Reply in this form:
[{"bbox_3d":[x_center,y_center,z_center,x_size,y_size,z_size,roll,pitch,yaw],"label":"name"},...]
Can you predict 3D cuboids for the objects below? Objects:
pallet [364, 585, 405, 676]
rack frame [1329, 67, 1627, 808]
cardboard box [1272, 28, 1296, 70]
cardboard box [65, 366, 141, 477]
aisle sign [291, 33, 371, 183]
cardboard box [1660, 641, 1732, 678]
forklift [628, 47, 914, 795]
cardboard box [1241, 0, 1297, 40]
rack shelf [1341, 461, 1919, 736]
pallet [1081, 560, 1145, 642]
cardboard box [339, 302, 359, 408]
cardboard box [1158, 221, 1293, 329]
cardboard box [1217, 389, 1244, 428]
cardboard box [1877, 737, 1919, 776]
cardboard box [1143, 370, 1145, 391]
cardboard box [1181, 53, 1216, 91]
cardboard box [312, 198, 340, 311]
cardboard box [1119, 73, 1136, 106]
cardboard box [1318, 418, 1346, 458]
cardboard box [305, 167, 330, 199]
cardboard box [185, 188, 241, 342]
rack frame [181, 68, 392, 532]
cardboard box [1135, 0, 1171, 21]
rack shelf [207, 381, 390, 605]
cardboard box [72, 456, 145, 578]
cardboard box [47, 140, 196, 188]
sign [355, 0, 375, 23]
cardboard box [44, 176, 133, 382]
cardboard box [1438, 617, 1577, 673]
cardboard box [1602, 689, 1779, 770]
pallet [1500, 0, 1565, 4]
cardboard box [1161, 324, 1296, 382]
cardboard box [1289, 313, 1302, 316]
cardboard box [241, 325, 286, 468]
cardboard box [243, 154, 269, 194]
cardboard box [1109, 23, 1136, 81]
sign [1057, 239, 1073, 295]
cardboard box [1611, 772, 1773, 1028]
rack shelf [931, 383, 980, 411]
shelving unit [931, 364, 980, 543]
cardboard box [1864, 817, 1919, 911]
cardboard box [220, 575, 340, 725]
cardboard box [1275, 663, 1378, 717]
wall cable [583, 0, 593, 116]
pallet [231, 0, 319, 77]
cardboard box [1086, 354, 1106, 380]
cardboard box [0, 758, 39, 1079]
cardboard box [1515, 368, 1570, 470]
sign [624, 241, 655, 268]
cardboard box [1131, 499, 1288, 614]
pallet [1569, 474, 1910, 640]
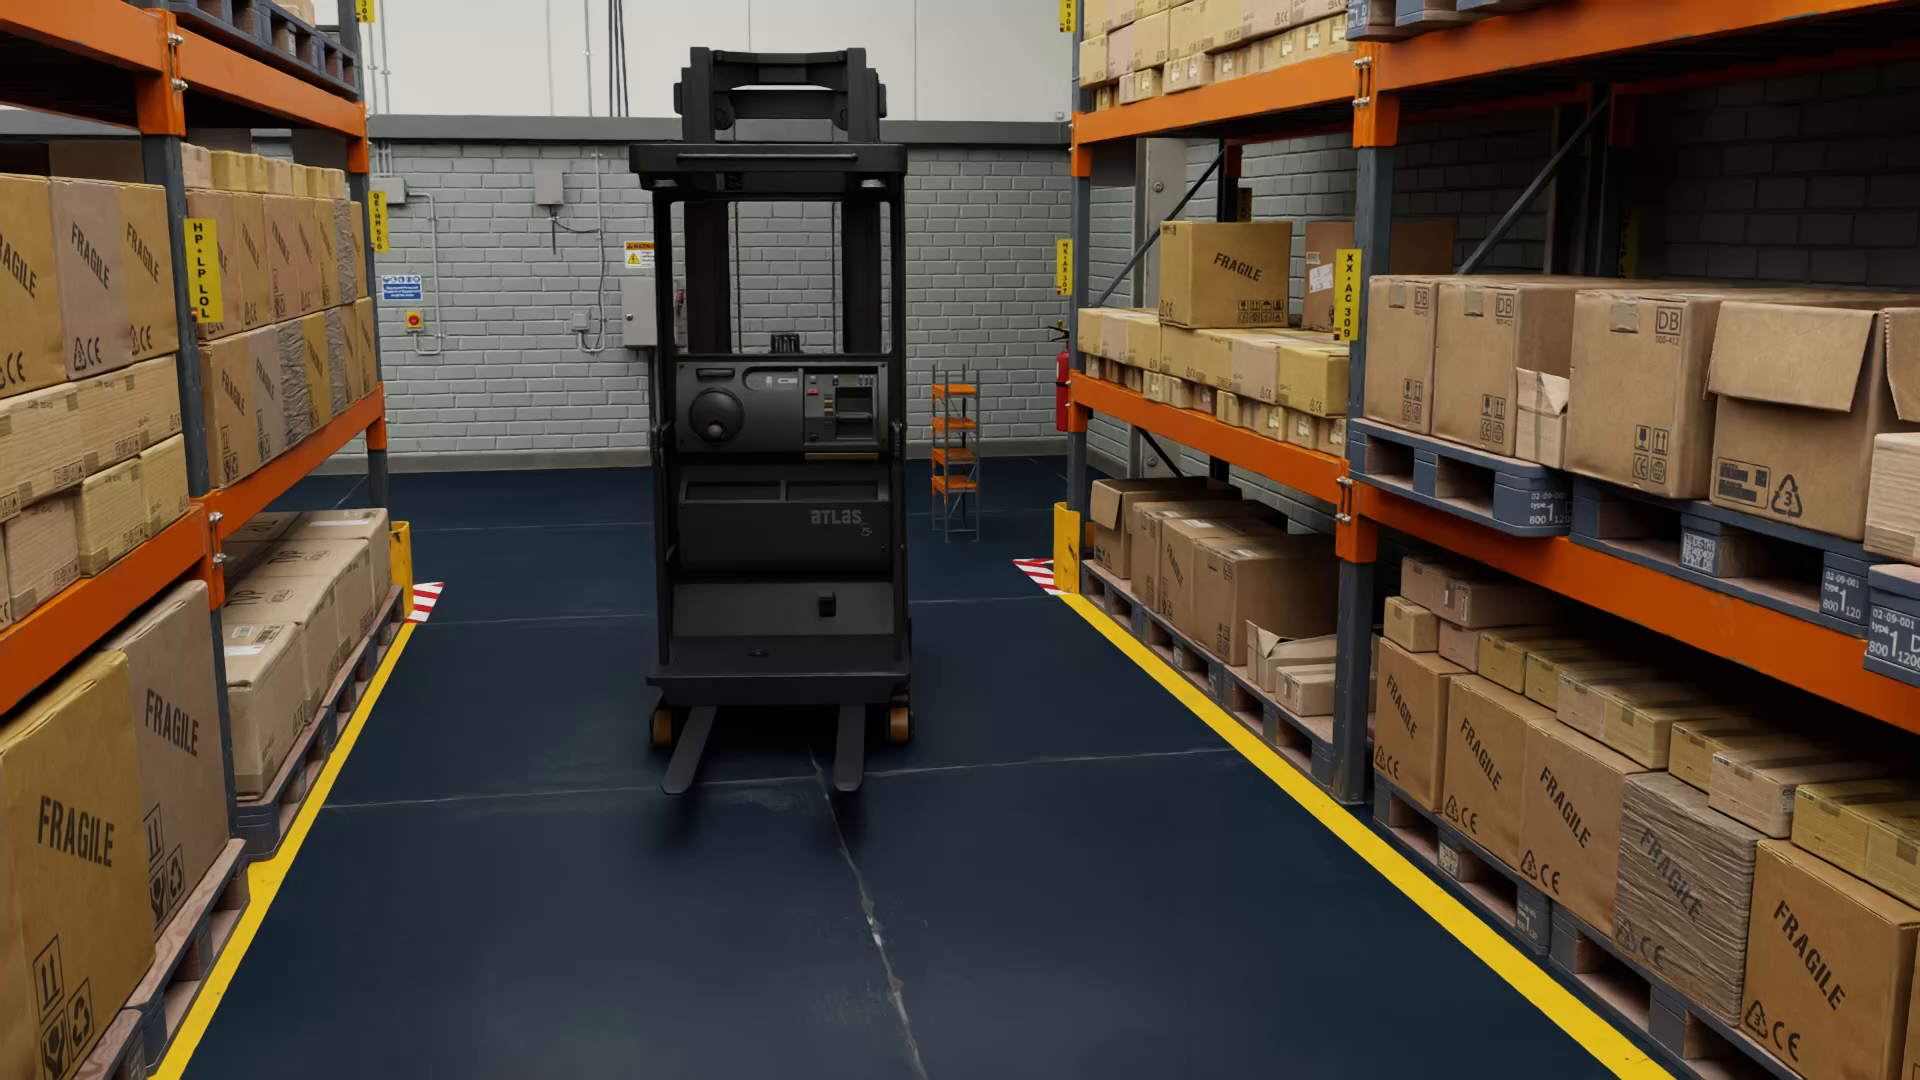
[{"bbox_3d":[-3.478,0.478,8.618,1.003,0.211,1.213,-2,11,-11],"label":"pallet"},{"bbox_3d":[1.936,-0.483,6.211,1.000,3.000,0.127,-2,11,-11],"label":"rack frame"},{"bbox_3d":[1.488,-1.983,6.741,0.380,0.149,0.250,-2,11,-9],"label":"cardboard box"},{"bbox_3d":[-2.503,-0.310,4.367,0.500,0.250,0.500,-2,11,-10],"label":"cardboard box"},{"bbox_3d":[-3.420,-2.337,8.999,0.394,0.787,0.004,-2,11,-11],"label":"aisle sign"},{"bbox_3d":[2.478,0.416,5.318,0.380,0.149,0.250,-3,11,-14],"label":"cardboard box"},{"bbox_3d":[-0.769,-0.618,7.105,1.130,2.935,3.031,0,11,-3],"label":"forklift"},{"bbox_3d":[1.485,-2.203,6.832,0.500,0.250,0.500,-3,11,-13],"label":"cardboard box"},{"bbox_3d":[2.325,0.237,4.351,1.077,0.370,4.000,-2,11,-11],"label":"rack shelf"},{"bbox_3d":[1.329,0.314,9.485,1.003,0.211,1.213,-2,11,-11],"label":"pallet"},{"bbox_3d":[-3.274,-0.913,8.203,0.500,0.500,0.500,-2,11,-12],"label":"cardboard box"},{"bbox_3d":[1.274,-1.289,8.047,0.500,0.500,0.500,-2,11,-10],"label":"cardboard box"},{"bbox_3d":[1.378,-0.597,7.484,0.380,0.149,0.250,-2,11,-12],"label":"cardboard box"},{"bbox_3d":[2.614,0.612,4.288,0.380,0.149,0.250,-2,11,-11],"label":"cardboard box"},{"bbox_3d":[1.179,-0.834,8.726,0.380,0.149,0.250,-2,11,-10],"label":"cardboard box"},{"bbox_3d":[1.248,-2.169,7.722,0.380,0.149,0.250,-2,11,-10],"label":"cardboard box"},{"bbox_3d":[-3.159,-1.310,7.616,0.500,0.500,0.500,-2,11,-11],"label":"cardboard box"},{"bbox_3d":[1.049,-2.355,8.699,0.380,0.149,0.250,-2,11,-10],"label":"cardboard box"},{"bbox_3d":[1.626,-0.409,6.493,0.380,0.149,0.250,-2,11,-10],"label":"cardboard box"},{"bbox_3d":[-3.230,-1.698,7.919,0.380,0.149,0.250,-2,11,-10],"label":"cardboard box"},{"bbox_3d":[-2.787,-0.938,5.661,0.500,0.500,0.500,-2,11,-11],"label":"cardboard box"},{"bbox_3d":[-3.710,-1.035,9.113,1.000,3.000,0.127,-2,11,-11],"label":"rack frame"},{"bbox_3d":[1.190,-2.732,8.273,0.500,0.250,0.500,-2,11,-12],"label":"cardboard box"},{"bbox_3d":[-3.321,-0.315,7.253,1.077,0.370,4.000,-2,11,-11],"label":"rack shelf"},{"bbox_3d":[-2.500,-0.061,4.398,0.500,0.250,0.500,-2,11,-12],"label":"cardboard box"},{"bbox_3d":[-2.739,-1.228,5.449,0.380,0.149,0.250,-2,11,-12],"label":"cardboard box"},{"bbox_3d":[-3.175,-2.922,8.848,0.100,0.325,0.005,-2,11,-11],"label":"sign"},{"bbox_3d":[-2.491,-0.674,4.276,0.500,0.500,0.500,-2,11,-10],"label":"cardboard box"},{"bbox_3d":[1.875,0.344,5.696,0.380,0.149,0.250,-2,11,-13],"label":"cardboard box"},{"bbox_3d":[2.060,0.533,4.702,0.380,0.149,0.250,-2,11,-9],"label":"cardboard box"},{"bbox_3d":[2.199,-1.552,4.307,1.213,0.211,1.003,-2,11,-11],"label":"pallet"},{"bbox_3d":[1.302,-0.918,8.100,0.500,0.250,0.500,-2,11,-13],"label":"cardboard box"},{"bbox_3d":[1.607,-1.120,9.162,0.500,0.250,0.500,-2,11,-11],"label":"cardboard box"},{"bbox_3d":[-2.860,-0.539,6.237,0.500,0.500,0.500,-2,11,-11],"label":"cardboard box"},{"bbox_3d":[-2.907,-1.417,6.444,0.380,0.149,0.250,-2,11,-13],"label":"cardboard box"},{"bbox_3d":[1.095,-2.579,8.805,0.500,0.250,0.500,-2,11,-10],"label":"cardboard box"},{"bbox_3d":[0.626,-1.622,9.880,0.100,0.325,0.005,-2,11,-11],"label":"sign"},{"bbox_3d":[2.110,0.920,4.402,0.500,0.500,0.500,-3,11,-13],"label":"cardboard box"},{"bbox_3d":[-0.032,-1.006,11.670,0.258,0.148,0.480,-2,11,-11],"label":"rack shelf"},{"bbox_3d":[-0.032,-0.620,11.744,0.258,1.200,0.503,-2,11,-11],"label":"shelving unit"},{"bbox_3d":[2.271,0.724,3.700,0.380,0.149,0.250,-2,11,-9],"label":"cardboard box"},{"bbox_3d":[-3.124,0.468,6.947,0.875,0.438,0.875,-2,11,-13],"label":"cardboard box"},{"bbox_3d":[1.540,0.620,6.919,0.380,0.149,0.250,-2,11,-13],"label":"cardboard box"},{"bbox_3d":[-4.354,-5.042,14.121,2.355,3.000,0.029,-2,11,-11],"label":"wall cable"},{"bbox_3d":[-3.315,-2.105,6.950,1.003,0.211,1.213,-2,11,-11],"label":"pallet"},{"bbox_3d":[0.953,-1.023,9.719,0.380,0.149,0.250,-2,11,-11],"label":"cardboard box"},{"bbox_3d":[-2.376,0.976,3.105,0.875,0.875,0.875,-2,11,-10],"label":"cardboard box"},{"bbox_3d":[1.830,-0.354,4.772,0.396,0.266,0.258,-2,11,-8],"label":"cardboard box"},{"bbox_3d":[-2.835,-2.560,14.915,0.339,0.242,0.001,-2,11,-11],"label":"sign"},{"bbox_3d":[1.312,0.079,8.821,0.700,0.500,0.500,-2,11,-9],"label":"cardboard box"},{"bbox_3d":[2.331,-0.011,4.247,1.003,0.211,1.213,-2,11,-11],"label":"pallet"}]
